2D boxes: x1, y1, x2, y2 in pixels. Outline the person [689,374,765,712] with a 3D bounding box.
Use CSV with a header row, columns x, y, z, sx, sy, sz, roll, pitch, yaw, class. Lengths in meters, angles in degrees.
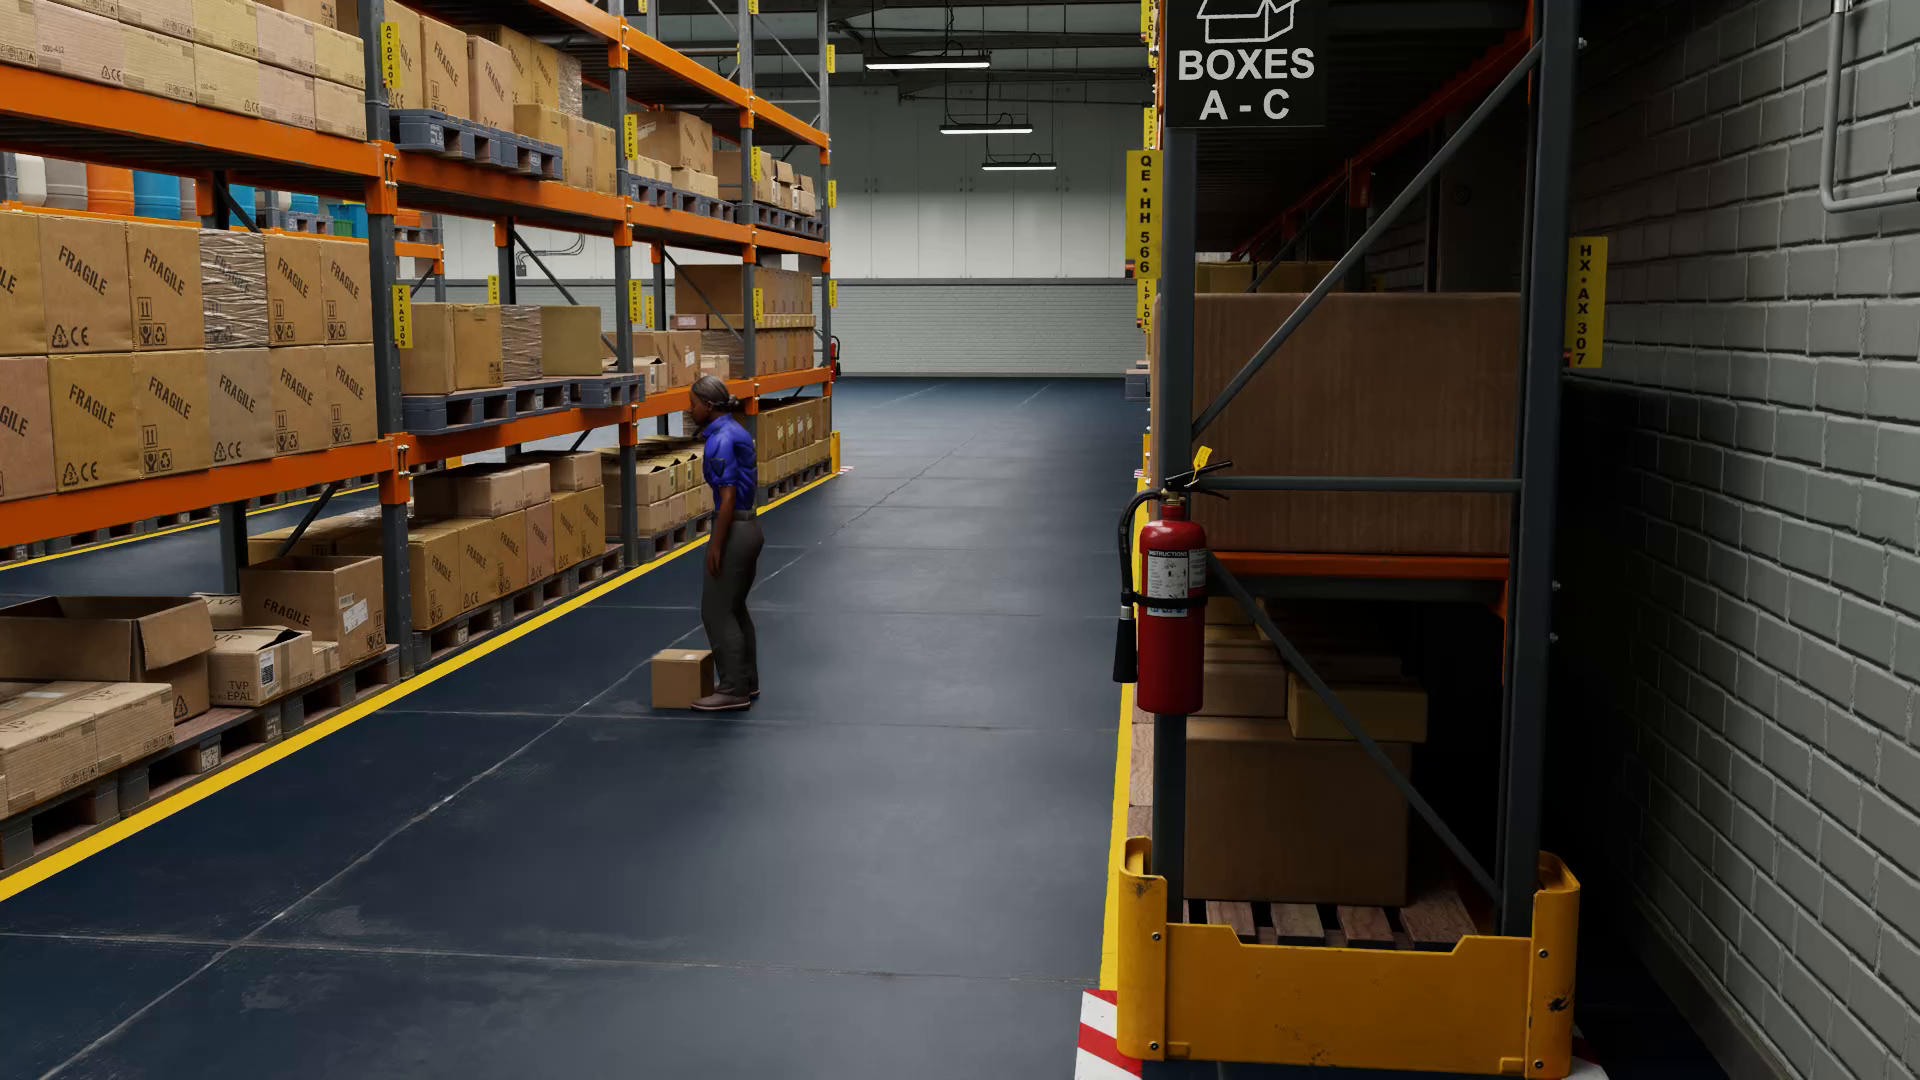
x,y,z,sx,sy,sz,roll,pitch,yaw,class
-1.160,0.006,8.275,0.348,1.655,0.504,1,8,7,person
